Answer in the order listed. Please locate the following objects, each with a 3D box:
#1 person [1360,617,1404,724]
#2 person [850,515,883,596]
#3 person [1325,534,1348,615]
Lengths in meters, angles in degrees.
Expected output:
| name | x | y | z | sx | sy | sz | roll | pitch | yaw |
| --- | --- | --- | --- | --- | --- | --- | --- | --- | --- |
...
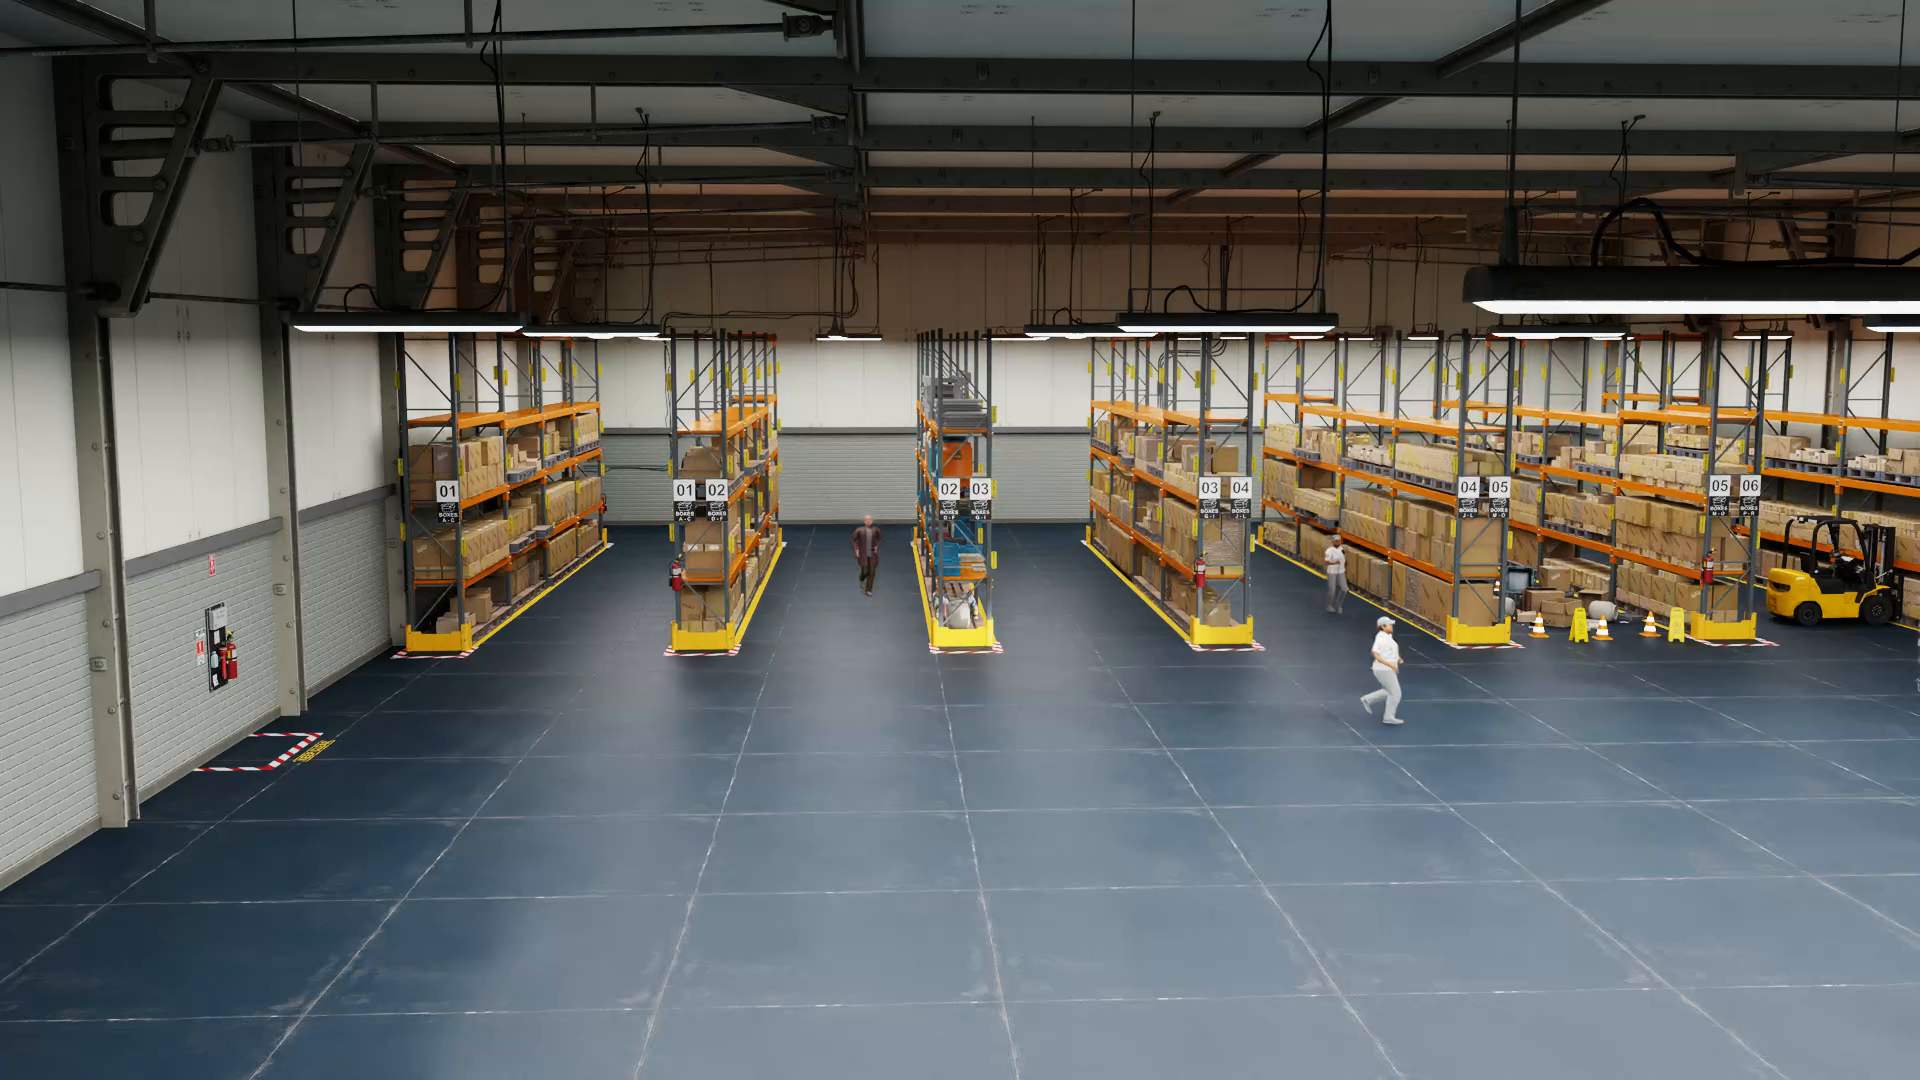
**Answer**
| name | x | y | z | sx | sy | sz | roll | pitch | yaw |
| --- | --- | --- | --- | --- | --- | --- | --- | --- | --- |
| person | 6.392 | 1.961 | 25.158 | 0.664 | 1.619 | 0.611 | 3 | 7 | 21 |
| person | -1.991 | 0.335 | 35.929 | 0.726 | 1.744 | 0.634 | -2 | 7 | -16 |
| person | 8.006 | 0.736 | 35.311 | 0.558 | 1.728 | 0.667 | -1 | 7 | -12 |
